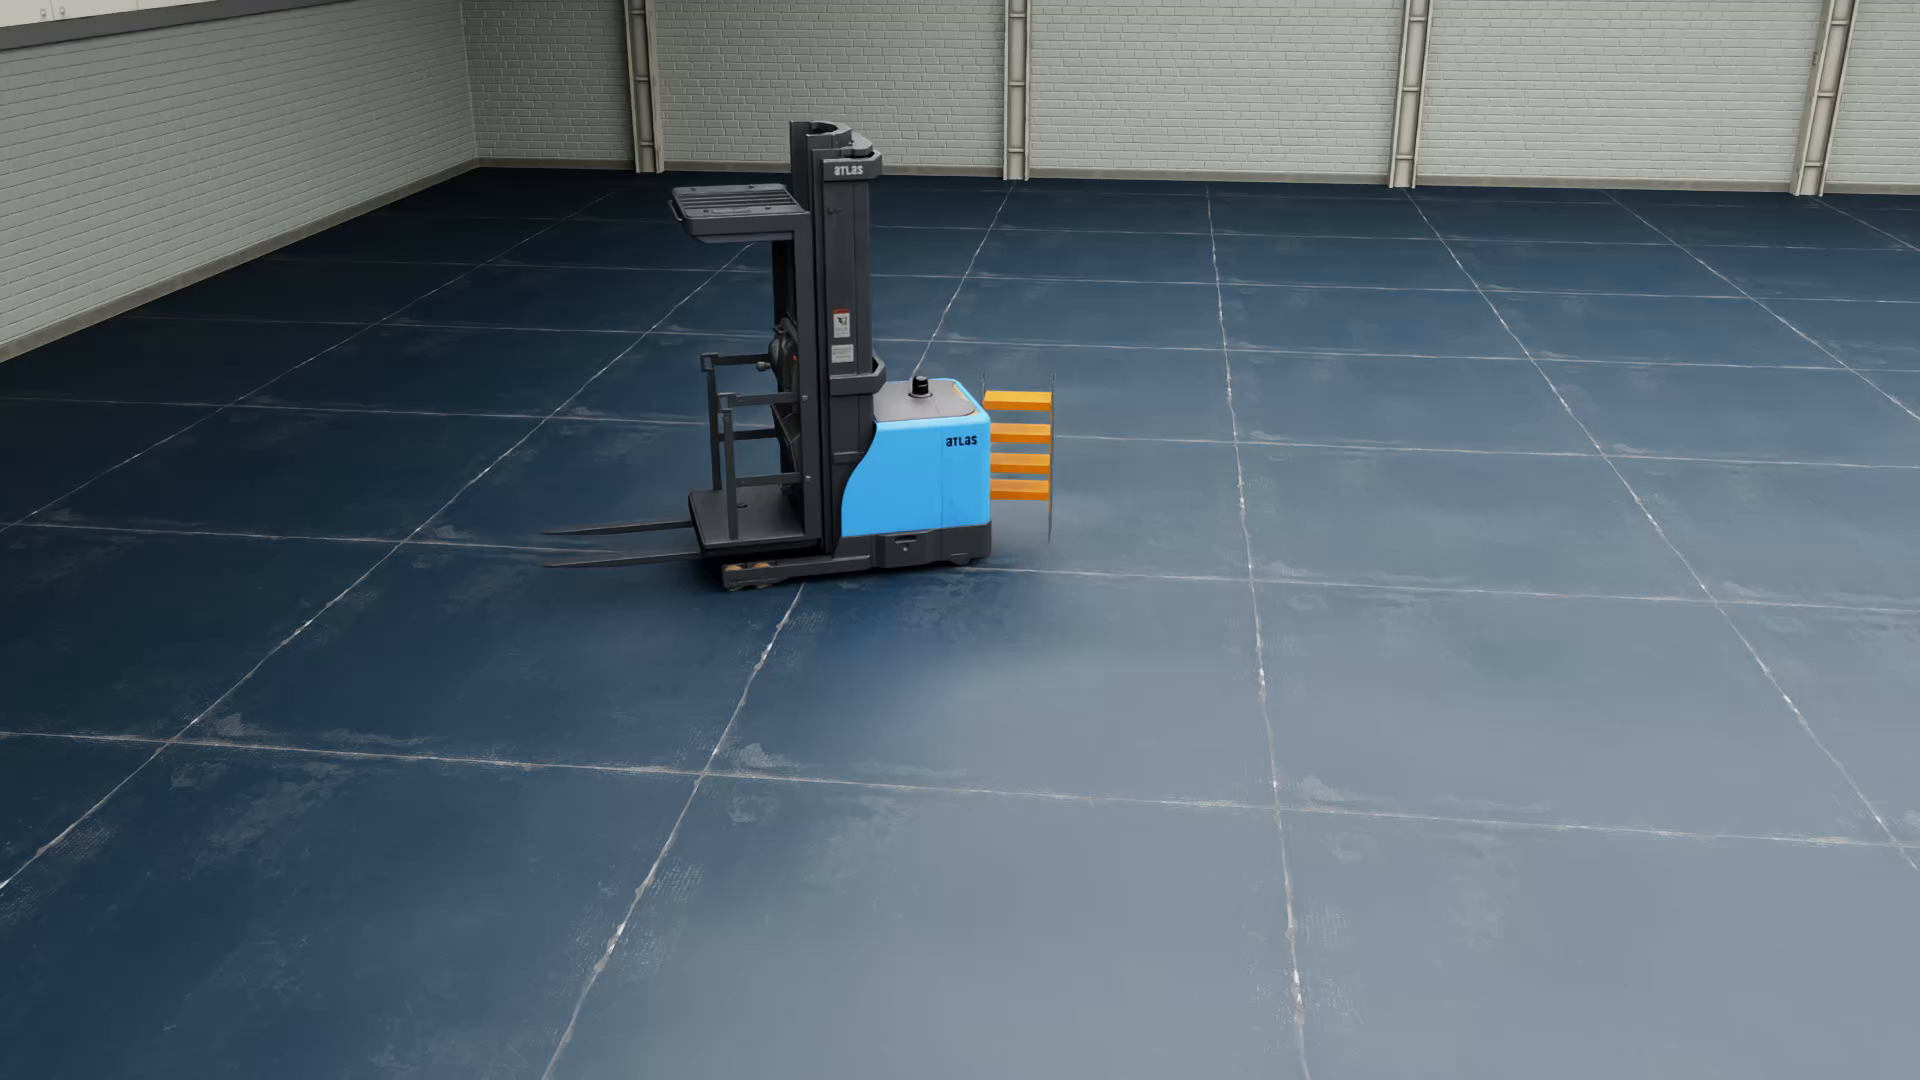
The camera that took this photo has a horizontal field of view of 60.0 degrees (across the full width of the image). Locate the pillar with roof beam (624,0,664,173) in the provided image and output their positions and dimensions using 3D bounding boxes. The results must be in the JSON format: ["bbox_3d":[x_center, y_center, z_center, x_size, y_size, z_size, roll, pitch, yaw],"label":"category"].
[{"bbox_3d":[-5.567,-8.637,21.546,0.400,9.000,9.100,2,22,6],"label":"pillar with roof beam"}]

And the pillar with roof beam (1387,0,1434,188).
[{"bbox_3d":[6.350,-8.118,20.233,0.400,9.000,9.100,2,22,6],"label":"pillar with roof beam"}]

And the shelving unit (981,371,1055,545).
[{"bbox_3d":[0.405,-0.576,11.766,0.503,1.200,0.258,2,22,4],"label":"shelving unit"}]

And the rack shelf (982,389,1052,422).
[{"bbox_3d":[0.405,-0.942,11.621,0.480,0.148,0.258,2,22,4],"label":"rack shelf"}]

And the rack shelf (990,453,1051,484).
[{"bbox_3d":[0.405,-0.514,11.791,0.480,0.148,0.258,2,22,4],"label":"rack shelf"}]

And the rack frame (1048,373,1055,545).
[{"bbox_3d":[0.648,-0.569,11.747,0.015,1.200,0.240,2,22,4],"label":"rack frame"}]

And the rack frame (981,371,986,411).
[{"bbox_3d":[0.162,-0.584,11.785,0.015,1.200,0.240,2,22,4],"label":"rack frame"}]

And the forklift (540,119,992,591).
[{"bbox_3d":[-1.356,-1.239,11.087,3.031,2.935,1.130,-5,22,-13],"label":"forklift"}]

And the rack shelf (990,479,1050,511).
[{"bbox_3d":[0.405,-0.329,11.864,0.480,0.148,0.258,2,22,4],"label":"rack shelf"}]

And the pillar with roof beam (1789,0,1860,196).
[{"bbox_3d":[12.308,-7.858,19.576,0.400,9.000,9.100,2,22,6],"label":"pillar with roof beam"}]

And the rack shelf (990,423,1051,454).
[{"bbox_3d":[0.405,-0.722,11.708,0.480,0.148,0.258,2,22,4],"label":"rack shelf"}]

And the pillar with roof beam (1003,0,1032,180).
[{"bbox_3d":[0.391,-8.377,20.889,0.400,9.000,9.100,2,22,6],"label":"pillar with roof beam"}]
